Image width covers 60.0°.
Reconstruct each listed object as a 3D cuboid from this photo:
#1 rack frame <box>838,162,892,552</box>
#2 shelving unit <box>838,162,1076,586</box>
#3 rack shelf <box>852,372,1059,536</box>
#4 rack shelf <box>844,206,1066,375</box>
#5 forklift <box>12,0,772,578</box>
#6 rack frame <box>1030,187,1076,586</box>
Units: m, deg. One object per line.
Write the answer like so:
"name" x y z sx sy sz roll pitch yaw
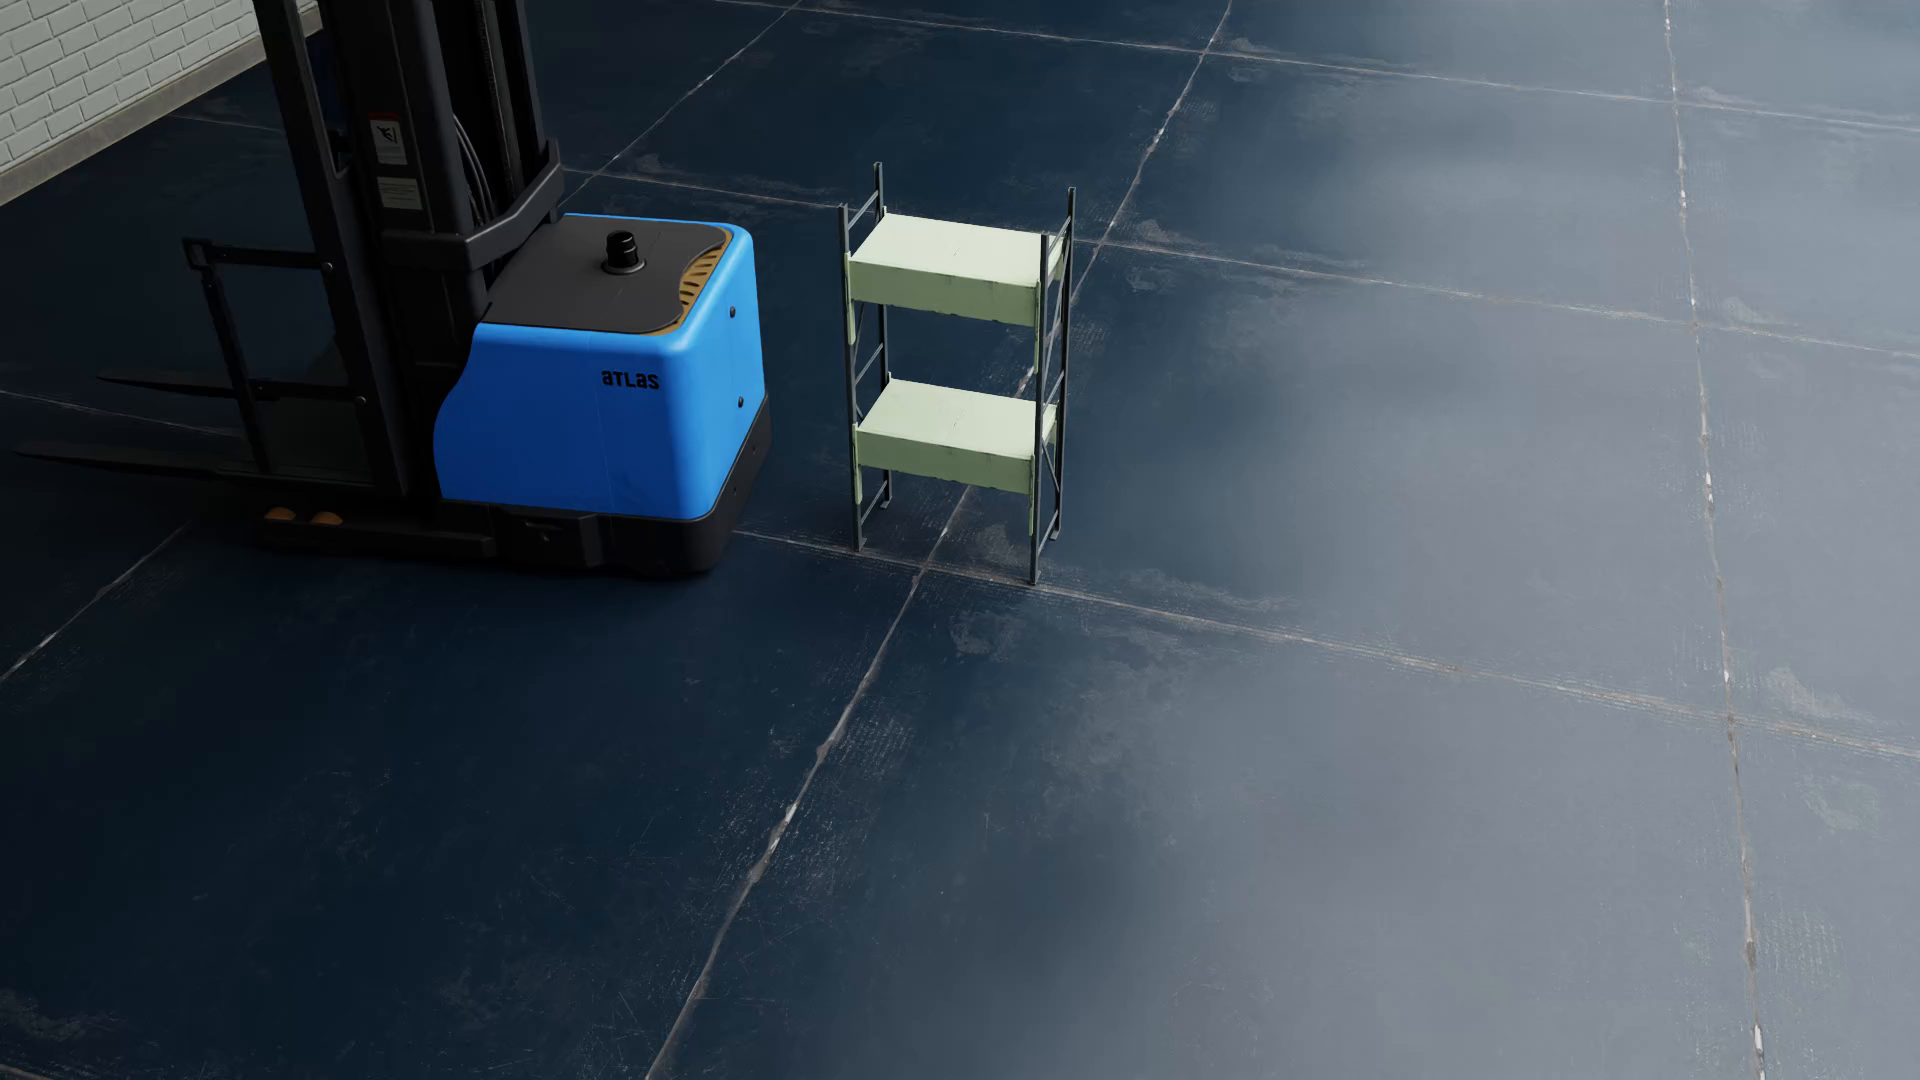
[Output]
"rack frame" -0.356 -0.670 6.395 0.023 1.500 0.400 10 38 14
"shelving unit" -0.006 -0.605 6.307 0.755 1.500 0.431 10 38 14
"rack shelf" -0.006 -0.343 6.500 0.720 0.370 0.431 10 38 14
"rack shelf" -0.006 -0.919 6.076 0.720 0.370 0.431 10 38 14
"forklift" -2.377 -1.430 6.221 3.031 2.935 1.130 5 37 7
"rack frame" 0.343 -0.541 6.219 0.023 1.500 0.400 10 38 14
